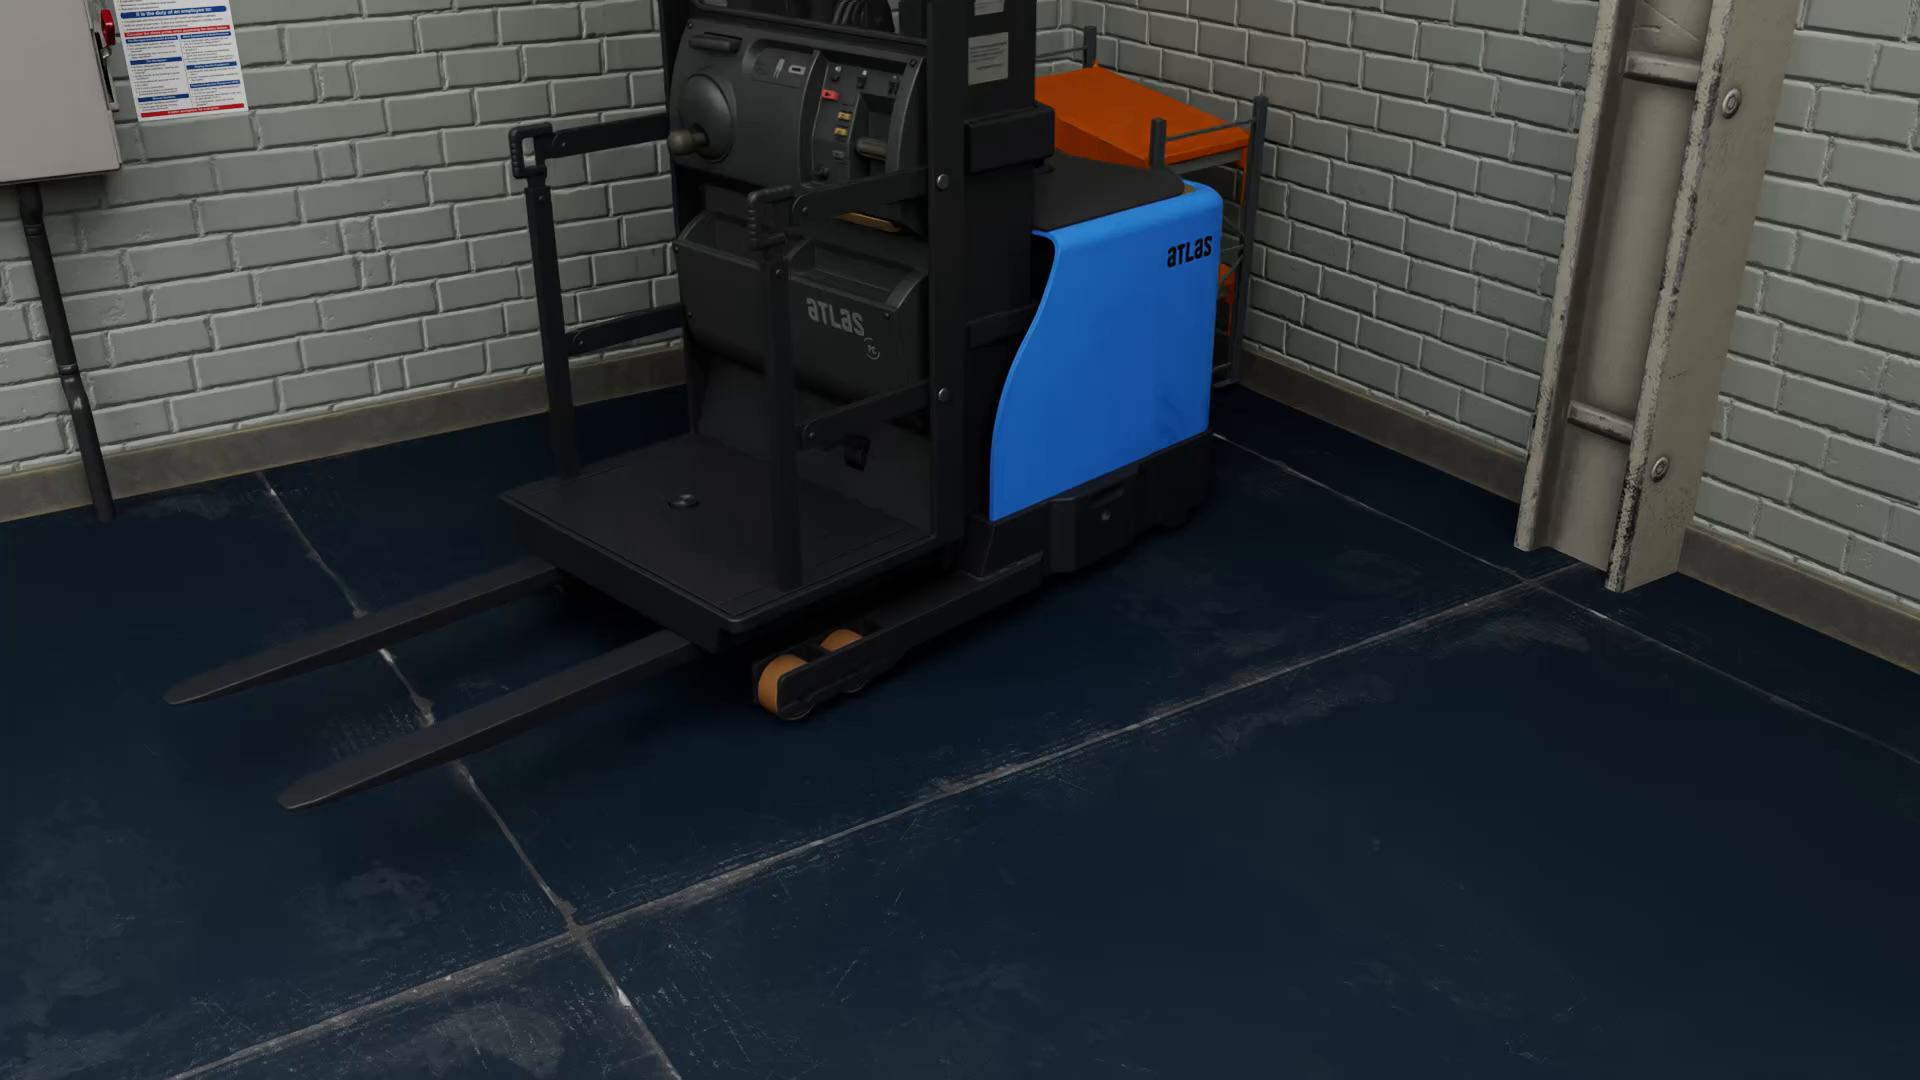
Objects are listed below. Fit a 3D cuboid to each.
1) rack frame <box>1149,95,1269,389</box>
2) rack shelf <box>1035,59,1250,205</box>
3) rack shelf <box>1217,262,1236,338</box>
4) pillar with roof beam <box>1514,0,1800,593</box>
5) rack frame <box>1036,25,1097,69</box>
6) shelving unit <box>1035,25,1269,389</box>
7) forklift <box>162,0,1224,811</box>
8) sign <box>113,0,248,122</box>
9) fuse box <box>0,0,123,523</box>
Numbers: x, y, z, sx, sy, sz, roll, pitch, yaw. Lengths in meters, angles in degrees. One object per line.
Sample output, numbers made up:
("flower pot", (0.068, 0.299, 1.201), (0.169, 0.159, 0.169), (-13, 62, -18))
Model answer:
("rack frame", (0.867, -1.023, 6.060), (0.500, 1.125, 0.032), (-19, 38, -27))
("rack shelf", (0.595, -1.503, 6.261), (0.538, 0.278, 1.000), (-19, 38, -27))
("rack shelf", (0.593, -1.052, 6.552), (0.538, 0.278, 1.000), (-19, 38, -27))
("pillar with roof beam", (-1.638, -3.015, 1.095), (9.100, 9.000, 0.400), (-16, 29, -30))
("rack frame", (0.321, -1.492, 6.779), (0.500, 1.125, 0.032), (-19, 38, -27))
("shelving unit", (0.594, -1.258, 6.420), (0.538, 1.125, 1.048), (-19, 38, -27))
("forklift", (-0.590, -1.111, 4.170), (1.130, 2.935, 3.031), (23, 34, 40))
("sign", (-2.429, -1.567, 5.168), (0.329, 0.494, 0.001), (-16, 29, -30))
("fuse box", (-2.729, -0.839, 5.022), (0.539, 1.711, 0.414), (-16, 29, -30))
